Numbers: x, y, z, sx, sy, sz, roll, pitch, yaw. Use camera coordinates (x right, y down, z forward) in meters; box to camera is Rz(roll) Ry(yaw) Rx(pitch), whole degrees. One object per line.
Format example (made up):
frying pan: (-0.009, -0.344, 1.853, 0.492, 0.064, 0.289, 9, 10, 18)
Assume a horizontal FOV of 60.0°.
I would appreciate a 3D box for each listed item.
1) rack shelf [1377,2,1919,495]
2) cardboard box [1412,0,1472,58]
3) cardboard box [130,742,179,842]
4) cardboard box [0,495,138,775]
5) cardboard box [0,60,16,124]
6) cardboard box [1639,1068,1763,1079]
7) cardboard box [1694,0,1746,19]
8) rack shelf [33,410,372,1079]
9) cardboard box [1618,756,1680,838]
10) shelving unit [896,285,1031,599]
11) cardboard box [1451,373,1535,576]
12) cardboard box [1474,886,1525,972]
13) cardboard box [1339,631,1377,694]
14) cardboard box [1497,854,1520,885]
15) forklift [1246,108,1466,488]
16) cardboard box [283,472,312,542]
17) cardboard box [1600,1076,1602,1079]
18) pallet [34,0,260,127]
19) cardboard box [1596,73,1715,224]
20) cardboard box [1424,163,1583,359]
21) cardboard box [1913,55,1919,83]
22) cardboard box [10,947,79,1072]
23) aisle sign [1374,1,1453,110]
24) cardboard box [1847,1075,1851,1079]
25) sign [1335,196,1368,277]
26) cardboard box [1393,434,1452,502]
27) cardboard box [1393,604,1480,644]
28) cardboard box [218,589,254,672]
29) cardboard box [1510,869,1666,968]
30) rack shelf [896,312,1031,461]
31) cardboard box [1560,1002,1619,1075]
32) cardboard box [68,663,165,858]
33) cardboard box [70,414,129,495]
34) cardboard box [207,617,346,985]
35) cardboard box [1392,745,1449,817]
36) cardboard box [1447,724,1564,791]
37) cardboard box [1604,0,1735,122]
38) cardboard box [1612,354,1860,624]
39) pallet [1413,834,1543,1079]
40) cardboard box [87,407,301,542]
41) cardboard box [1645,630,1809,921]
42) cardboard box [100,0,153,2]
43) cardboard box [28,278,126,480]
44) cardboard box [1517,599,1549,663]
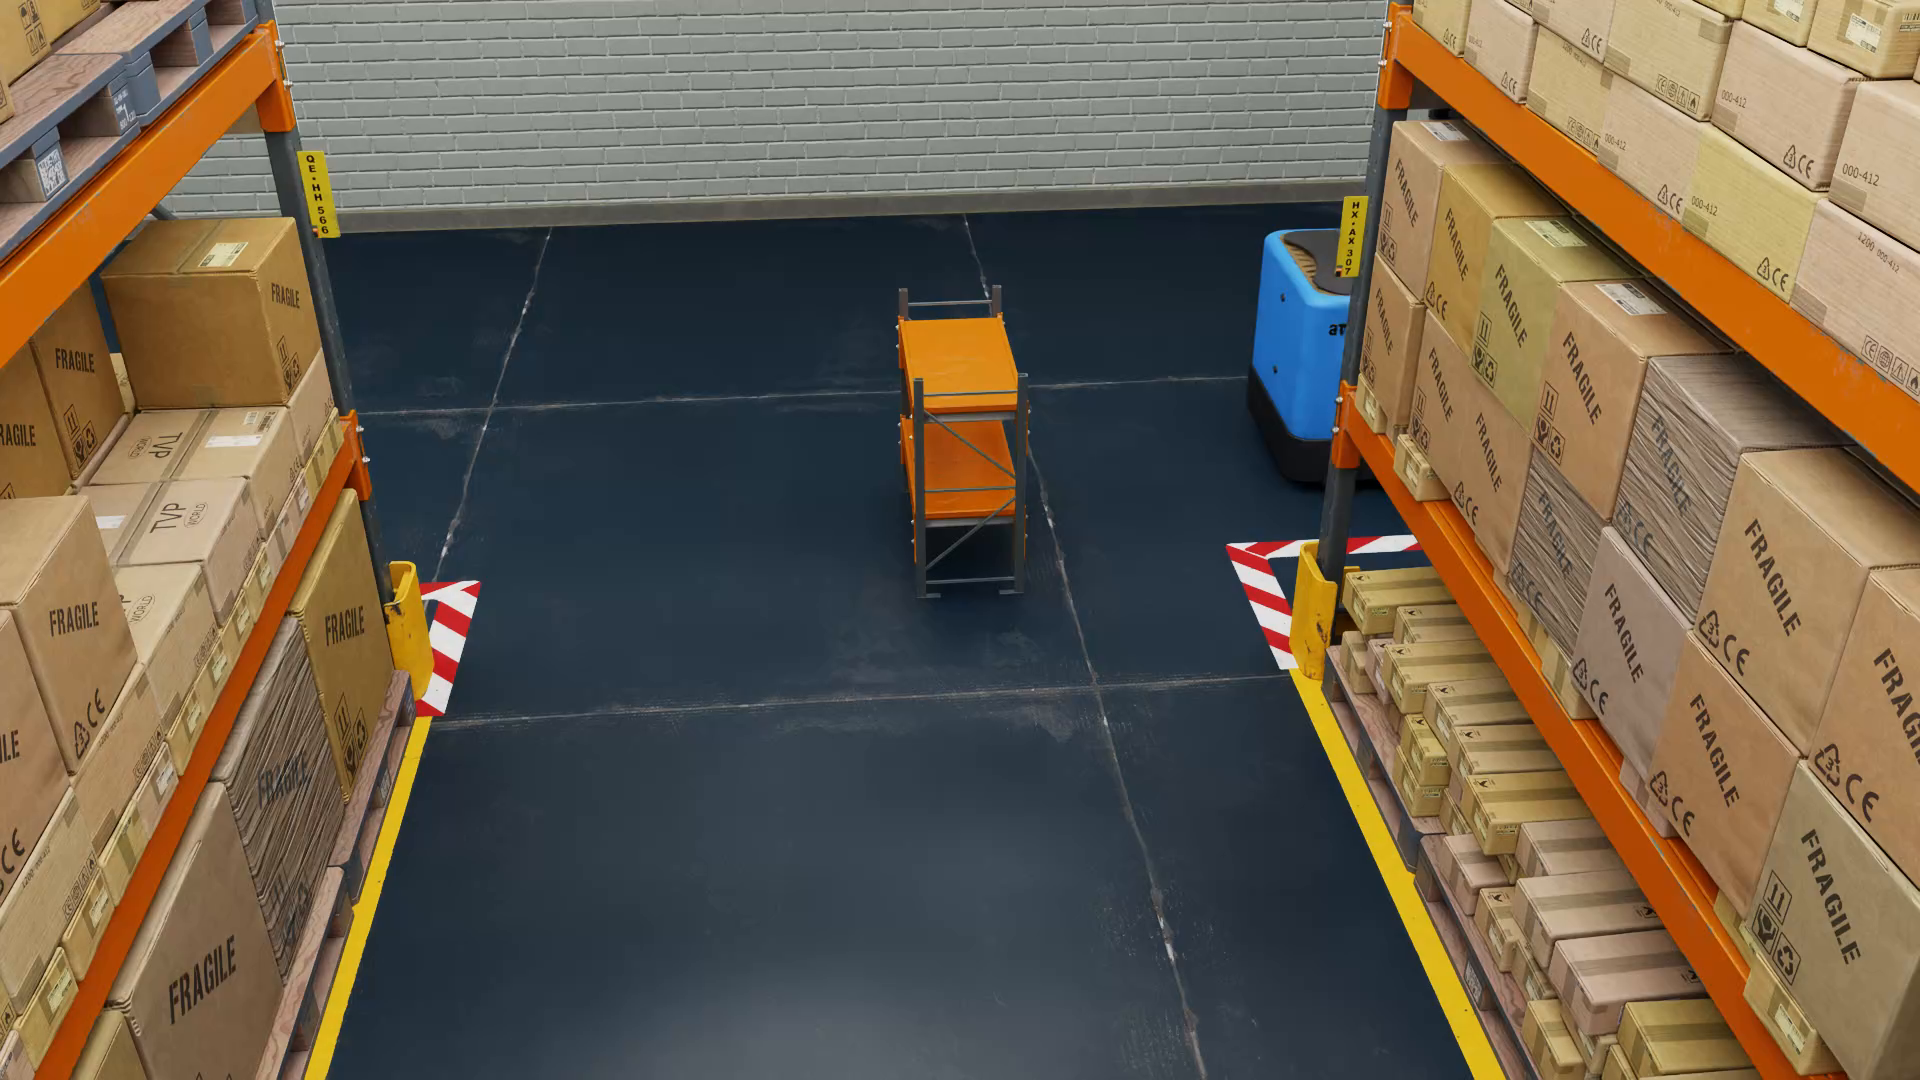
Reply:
rack shelf: (2.248, -0.786, 4.418, 1.077, 0.370, 4.000, -3, 31, -5)
cardboard box: (1.848, -1.810, 5.577, 0.500, 0.250, 0.500, -2, 31, -3)
cardboard box: (-2.331, 0.679, 4.433, 0.380, 0.149, 0.250, -2, 31, -4)
cardboard box: (-2.395, 0.240, 4.047, 0.500, 0.500, 0.500, -4, 31, -6)
cardboard box: (-2.599, -1.099, 3.636, 0.700, 0.500, 0.500, -1, 31, -2)
cardboard box: (2.049, 1.577, 4.474, 0.380, 0.149, 0.250, -3, 31, -5)
cardboard box: (1.943, -1.330, 3.896, 0.380, 0.149, 0.250, -3, 31, -5)
rack shelf: (-2.700, 0.687, 4.875, 1.077, 0.370, 4.000, -3, 31, -5)
cardboard box: (2.022, 0.651, 4.480, 0.380, 0.149, 0.250, -4, 31, -7)
shelving unit: (-0.001, -0.486, 7.967, 0.538, 1.125, 1.048, -3, 31, -5)
cardboard box: (1.936, -0.234, 5.329, 0.500, 0.500, 0.500, -2, 31, -4)
cardboard box: (1.949, 1.287, 5.541, 0.380, 0.149, 0.250, -3, 31, -5)
cardboard box: (1.791, 0.498, 6.862, 0.380, 0.149, 0.250, -2, 31, -4)
cardboard box: (2.037, 1.034, 5.674, 0.380, 0.149, 0.250, -1, 31, -2)
forklift: (3.165, -1.822, 8.442, 3.031, 2.935, 1.130, -2, 31, -4)
cardboard box: (-2.477, -0.107, 5.749, 0.380, 0.149, 0.250, -3, 31, -4)
cardboard box: (2.125, 1.665, 4.909, 0.380, 0.149, 0.250, -3, 31, -6)
pallet: (-2.807, -1.514, 5.021, 1.003, 0.211, 1.213, -3, 31, -5)
cardboard box: (1.992, -1.015, 4.245, 0.500, 0.250, 0.500, -3, 31, -5)
cardboard box: (1.892, -0.929, 5.518, 0.500, 0.500, 0.500, -2, 31, -3)
cardboard box: (2.127, -0.939, 3.242, 0.380, 0.149, 0.250, -2, 31, -3)
cardboard box: (-2.259, 1.072, 3.775, 0.380, 0.149, 0.250, -2, 31, -3)
aisle sign: (1.755, -1.968, 6.084, 0.394, 0.787, 0.004, -3, 31, -5)
cardboard box: (2.175, 1.187, 3.583, 0.380, 0.149, 0.250, -3, 31, -5)
sign: (1.521, -1.174, 6.446, 0.100, 0.325, 0.005, -3, 31, -5)
cardboard box: (1.802, -0.272, 6.025, 0.380, 0.149, 0.250, -4, 31, -6)
cardboard box: (1.917, 0.378, 6.482, 0.380, 0.149, 0.250, -2, 31, -4)
cardboard box: (-2.404, 0.285, 5.092, 0.380, 0.149, 0.250, -3, 31, -4)
cardboard box: (1.947, 1.170, 5.156, 0.380, 0.149, 0.250, -4, 31, -6)
rack shelf: (-0.001, -0.738, 7.817, 0.538, 0.278, 1.000, -3, 31, -5)
cardboard box: (2.039, 1.449, 4.980, 0.380, 0.149, 0.250, -2, 31, -3)
cardboard box: (-2.392, 0.566, 4.234, 0.500, 0.250, 0.500, -2, 31, -3)
cardboard box: (-3.056, -0.183, 5.487, 0.500, 0.250, 0.500, -3, 31, -5)
cardboard box: (-2.662, 0.877, 5.519, 0.875, 0.875, 0.875, -3, 31, -5)
cardboard box: (1.842, 0.890, 6.206, 0.380, 0.149, 0.250, -2, 31, -4)
cardboard box: (1.935, 0.778, 5.813, 0.380, 0.149, 0.250, -2, 31, -3)
cardboard box: (1.977, -1.247, 4.146, 0.500, 0.250, 0.500, -4, 31, -6)
cardboard box: (2.034, -0.139, 4.195, 0.500, 0.500, 0.500, -2, 31, -3)
pallet: (2.220, 1.445, 5.624, 1.003, 0.211, 1.213, -3, 31, -5)
cardboard box: (-2.531, -0.212, 5.536, 0.500, 0.250, 0.500, -3, 31, -5)
cardboard box: (2.061, 0.544, 4.026, 0.500, 0.500, 0.500, -4, 31, -6)
cardboard box: (-2.785, -1.934, 5.032, 0.700, 0.500, 0.500, -5, 31, -8)
cardboard box: (-3.064, -0.514, 5.311, 0.500, 0.500, 0.500, -3, 31, -6)
cardboard box: (1.961, 0.254, 5.144, 0.380, 0.149, 0.250, -2, 31, -3)
